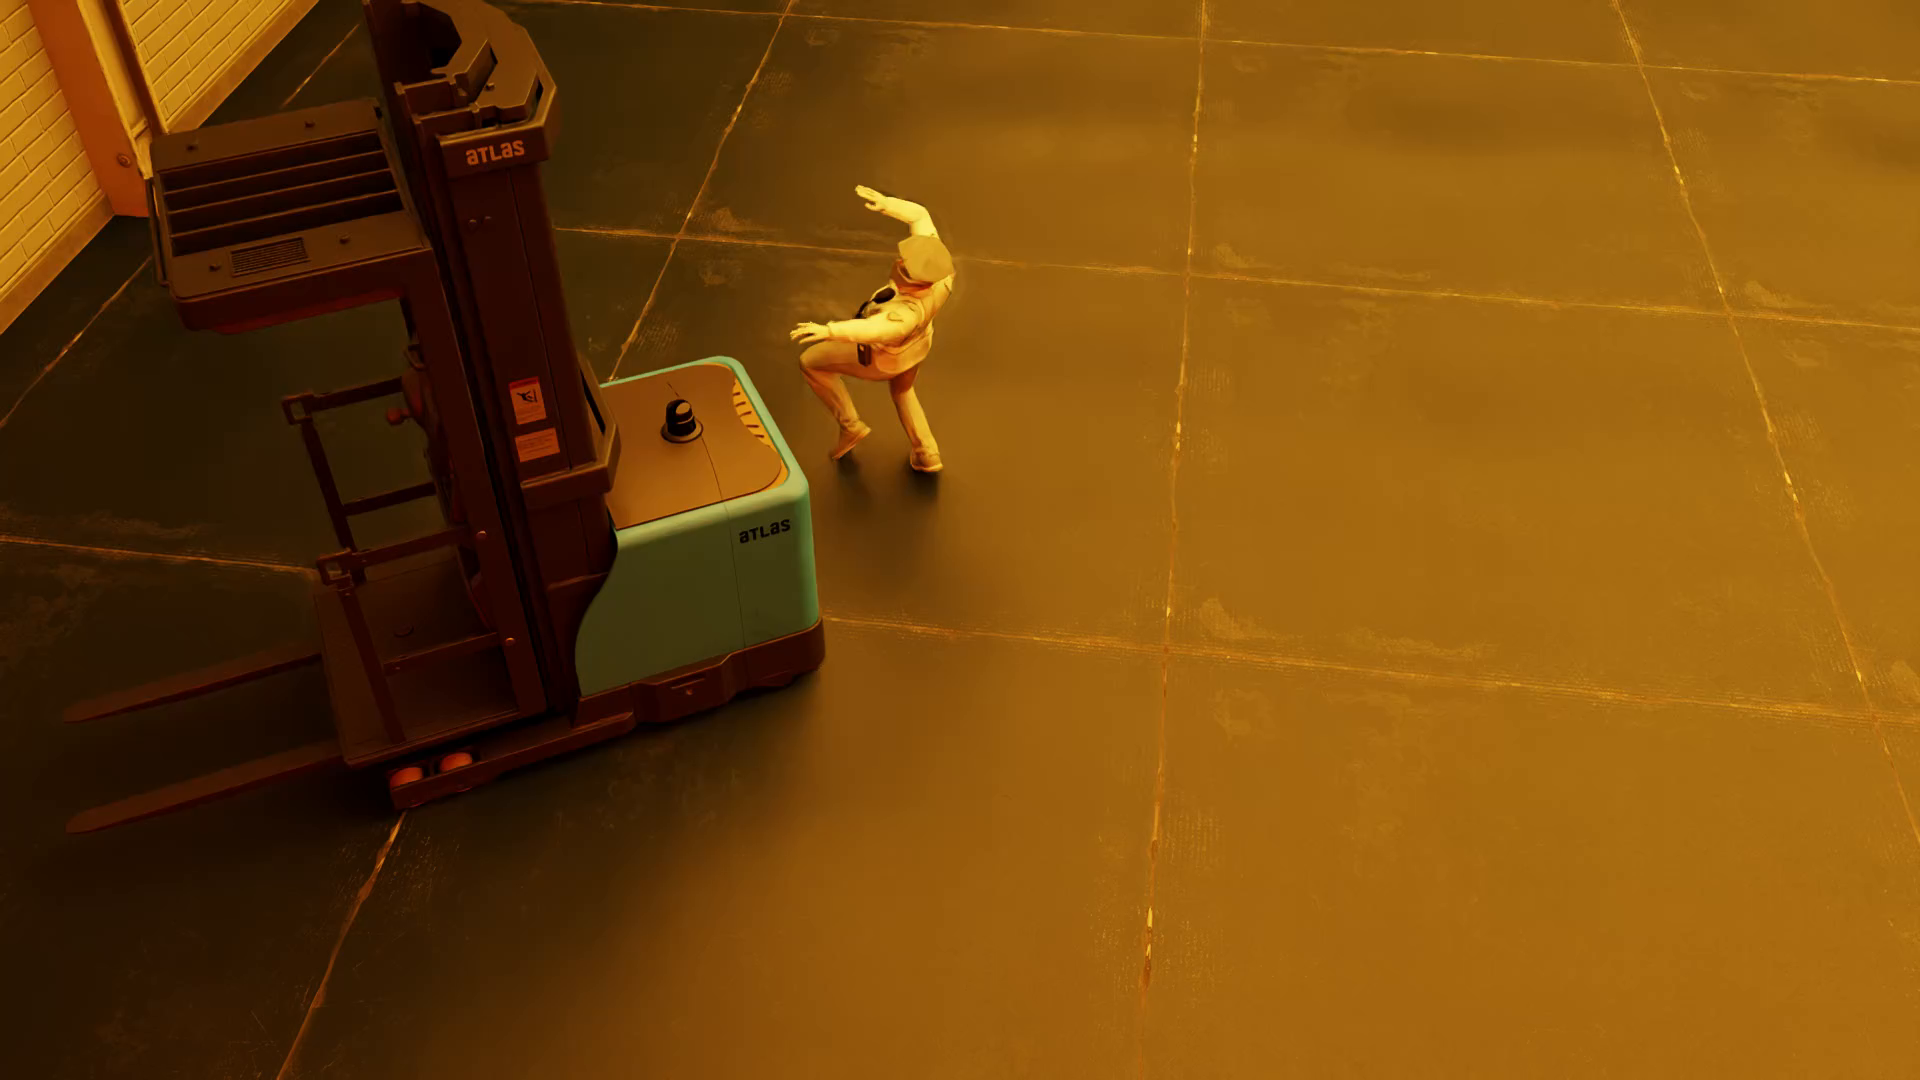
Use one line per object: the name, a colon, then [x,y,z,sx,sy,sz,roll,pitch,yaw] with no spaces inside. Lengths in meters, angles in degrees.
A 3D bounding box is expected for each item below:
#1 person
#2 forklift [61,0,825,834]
person: [-0.502,-0.852,7.714,0.824,1.541,1.022,33,52,31]
forklift: [-2.151,-0.409,6.170,3.031,2.935,1.130,-16,45,-17]
